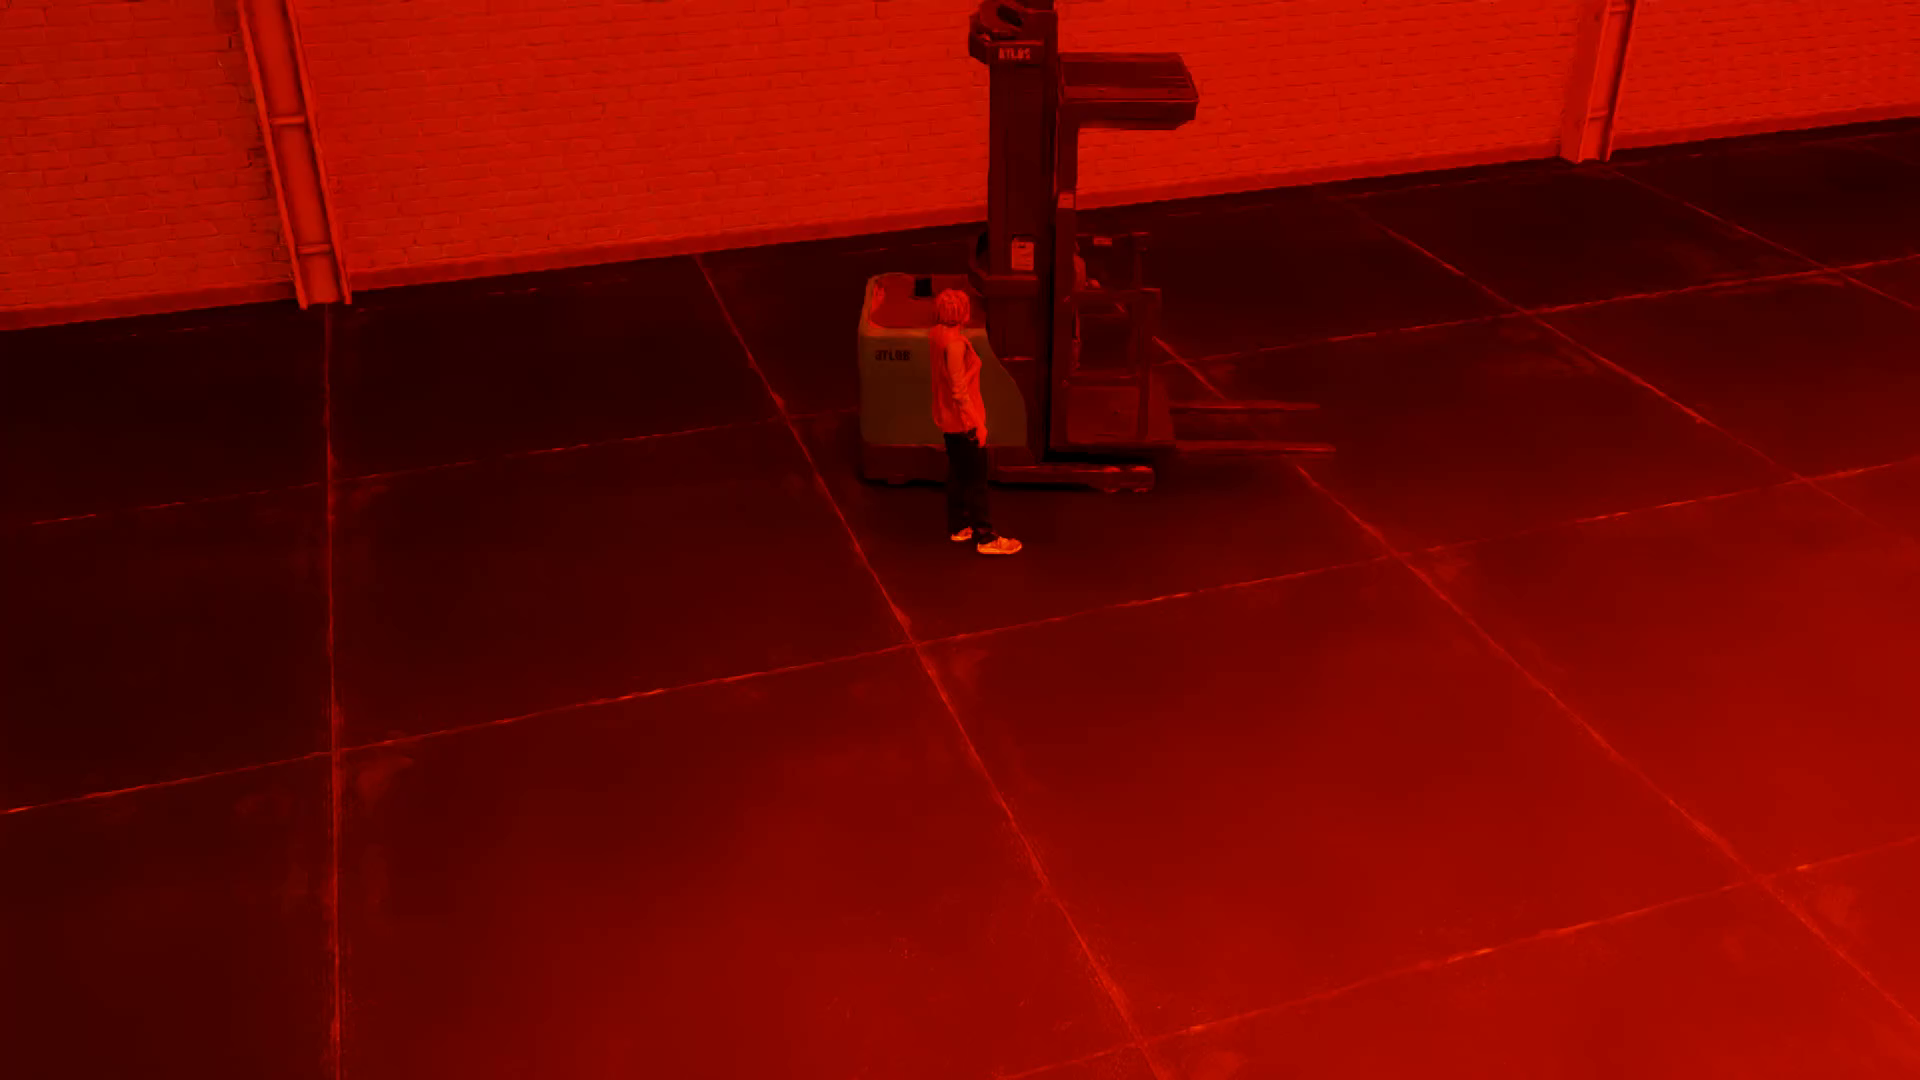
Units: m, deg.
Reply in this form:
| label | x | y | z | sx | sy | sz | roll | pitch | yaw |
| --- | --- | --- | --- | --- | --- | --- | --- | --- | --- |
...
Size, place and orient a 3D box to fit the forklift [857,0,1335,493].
| label | x | y | z | sx | sy | sz | roll | pitch | yaw |
| --- | --- | --- | --- | --- | --- | --- | --- | --- | --- |
| forklift | 0.883 | -1.841 | 10.286 | 3.031 | 2.935 | 1.130 | 1 | 30 | 1 |

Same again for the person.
| label | x | y | z | sx | sy | sz | roll | pitch | yaw |
| --- | --- | --- | --- | --- | --- | --- | --- | --- | --- |
| person | 0.075 | -0.703 | 9.633 | 0.474 | 1.597 | 0.520 | -10 | 31 | -16 |
